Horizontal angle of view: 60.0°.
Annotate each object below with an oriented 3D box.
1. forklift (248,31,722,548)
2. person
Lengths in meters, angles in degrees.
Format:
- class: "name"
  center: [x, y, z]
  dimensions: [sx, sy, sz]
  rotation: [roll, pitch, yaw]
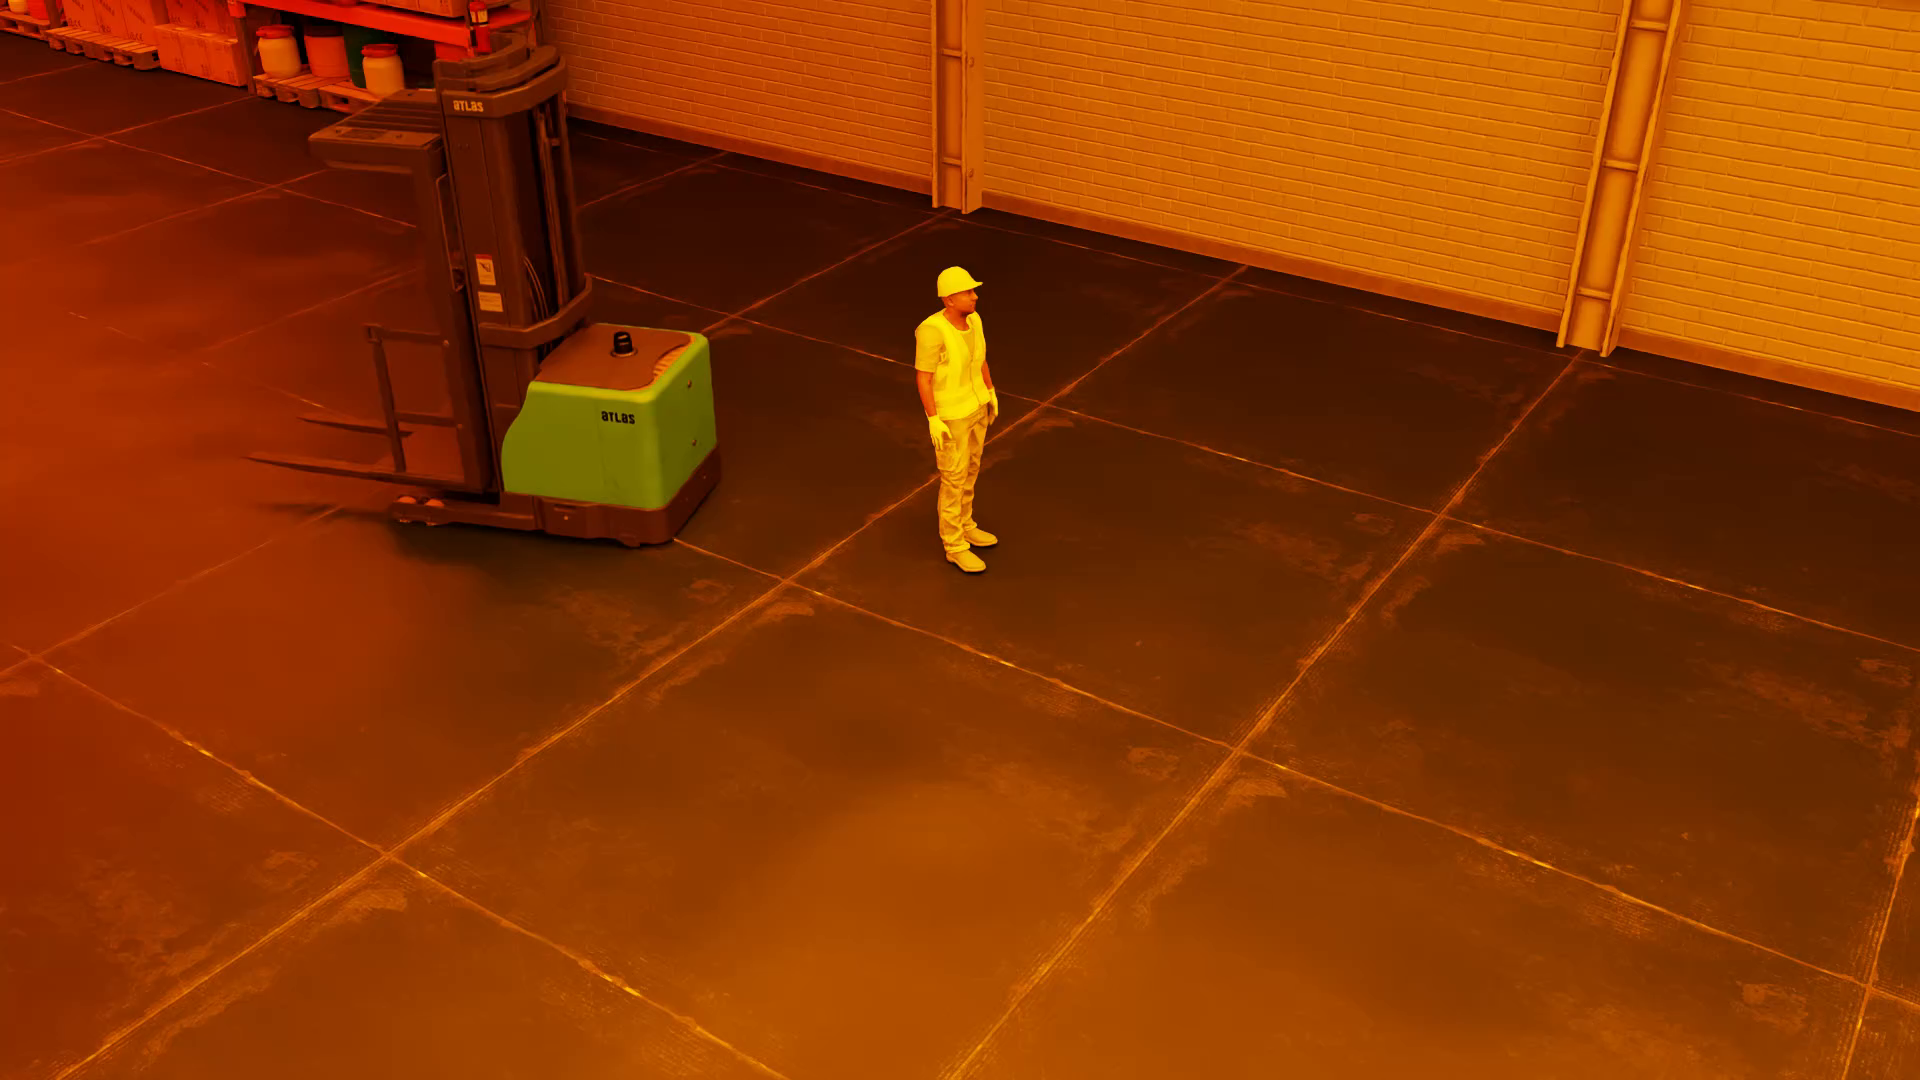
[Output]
- class: "forklift"
  center: [-3.166, -1.605, 10.346]
  dimensions: [3.031, 2.935, 1.130]
  rotation: [7, 31, 12]
- class: "person"
  center: [0.055, -0.754, 10.007]
  dimensions: [0.575, 1.785, 0.657]
  rotation: [19, 35, 29]
